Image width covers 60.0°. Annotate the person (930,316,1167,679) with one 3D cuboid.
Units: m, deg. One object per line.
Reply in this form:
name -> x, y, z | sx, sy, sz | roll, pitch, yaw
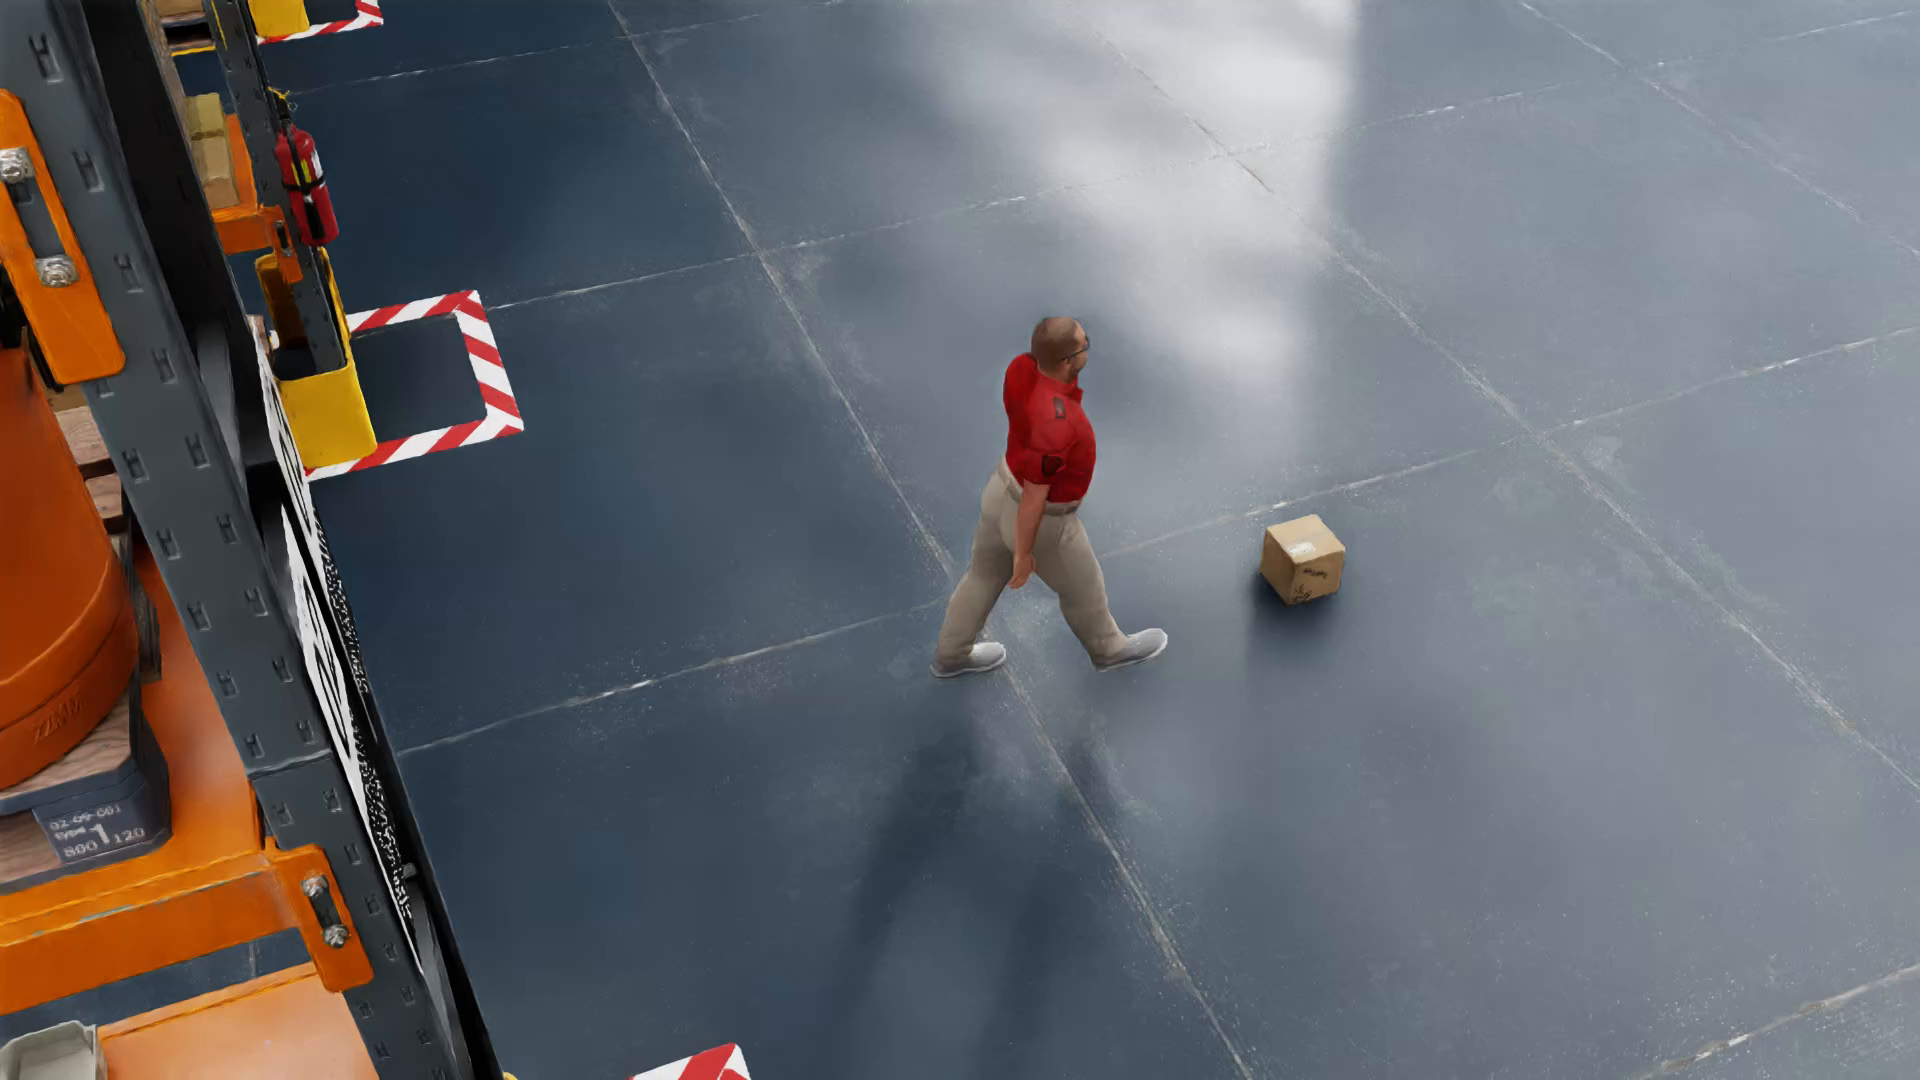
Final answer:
person -> 0.347, -0.150, 6.345 | 0.957, 1.675, 0.558 | -15, 44, -16
